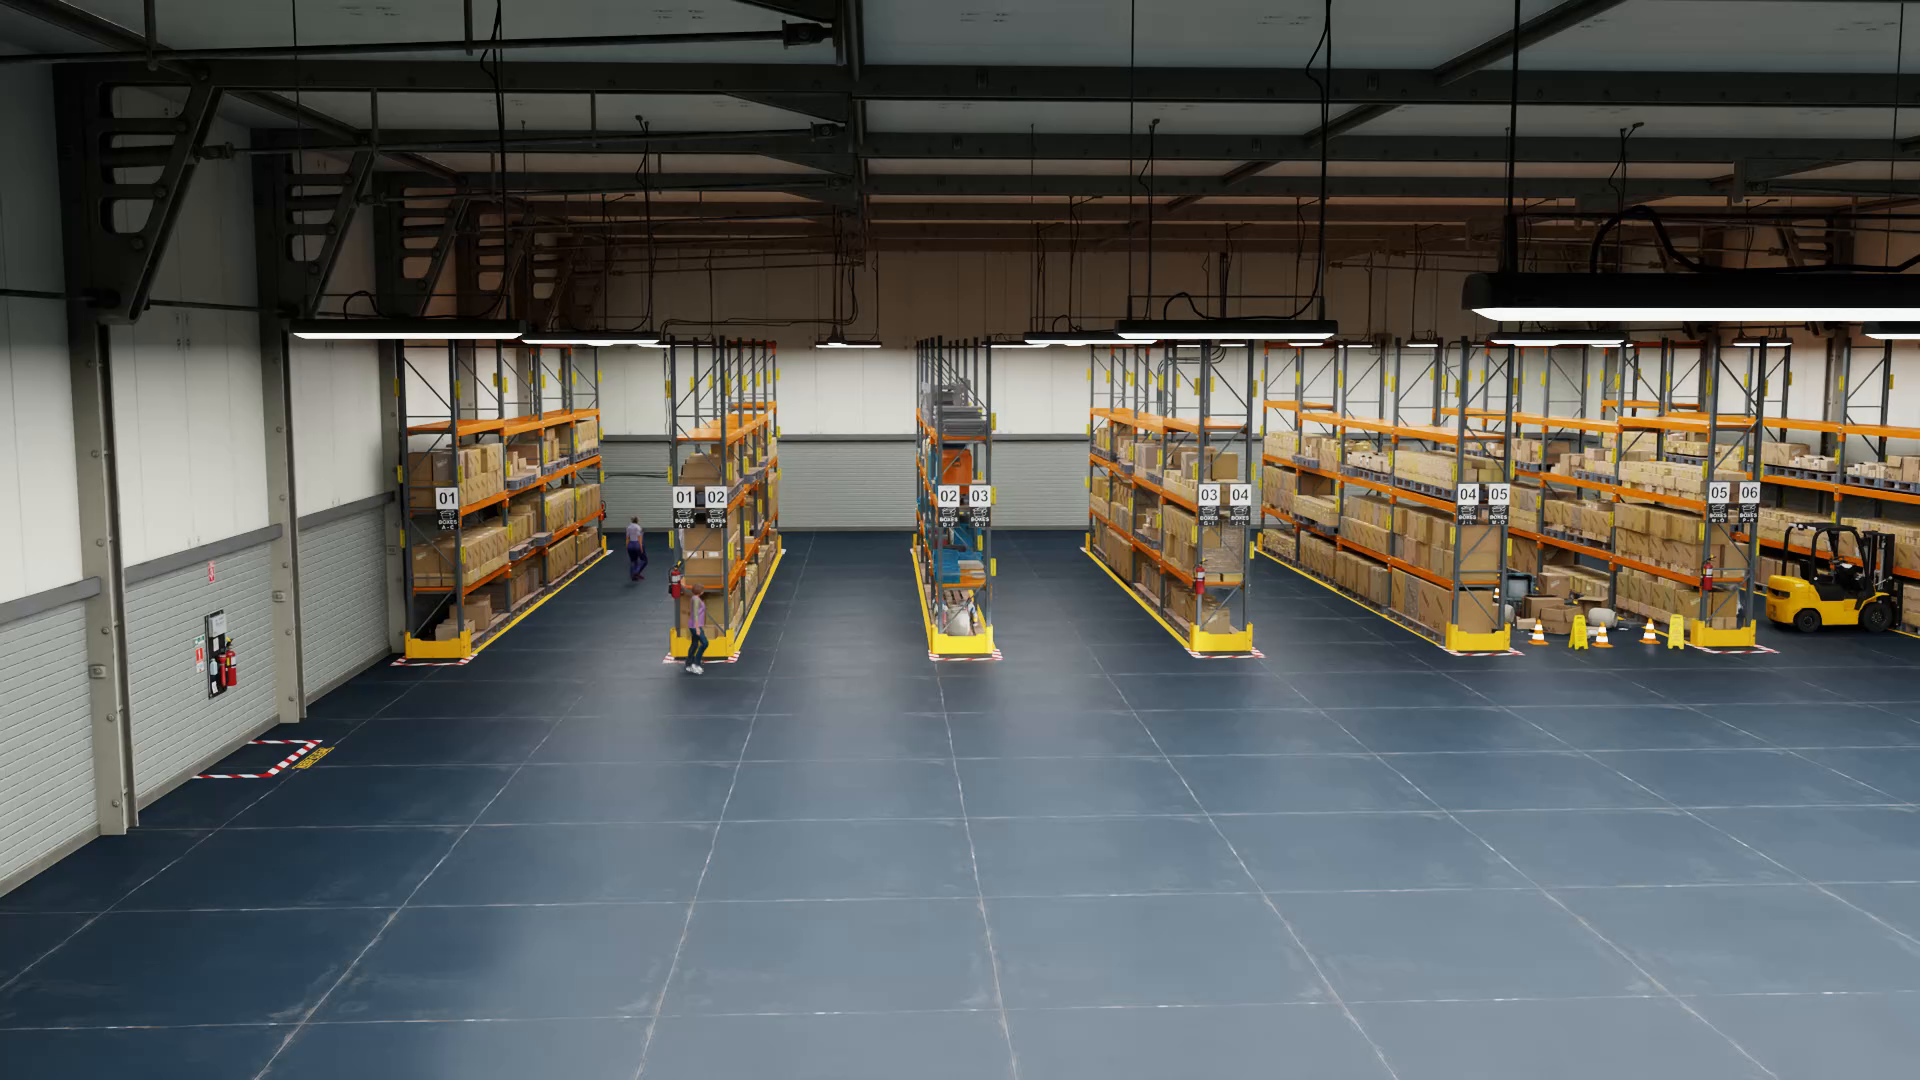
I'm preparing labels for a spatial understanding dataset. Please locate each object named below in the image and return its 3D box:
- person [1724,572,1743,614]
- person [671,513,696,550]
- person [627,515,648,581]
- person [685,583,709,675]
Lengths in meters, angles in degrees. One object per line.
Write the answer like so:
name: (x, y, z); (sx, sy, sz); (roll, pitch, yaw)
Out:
person: (16.957, 0.826, 36.337); (0.514, 1.571, 0.745); (-1, 7, -6)
person: (-7.474, -0.246, 45.312); (0.698, 1.679, 0.661); (1, 7, 7)
person: (-8.083, 0.212, 41.355); (0.543, 1.639, 0.494); (2, 7, 20)
person: (-4.694, 1.581, 29.623); (0.446, 1.608, 0.448); (0, 7, -4)
